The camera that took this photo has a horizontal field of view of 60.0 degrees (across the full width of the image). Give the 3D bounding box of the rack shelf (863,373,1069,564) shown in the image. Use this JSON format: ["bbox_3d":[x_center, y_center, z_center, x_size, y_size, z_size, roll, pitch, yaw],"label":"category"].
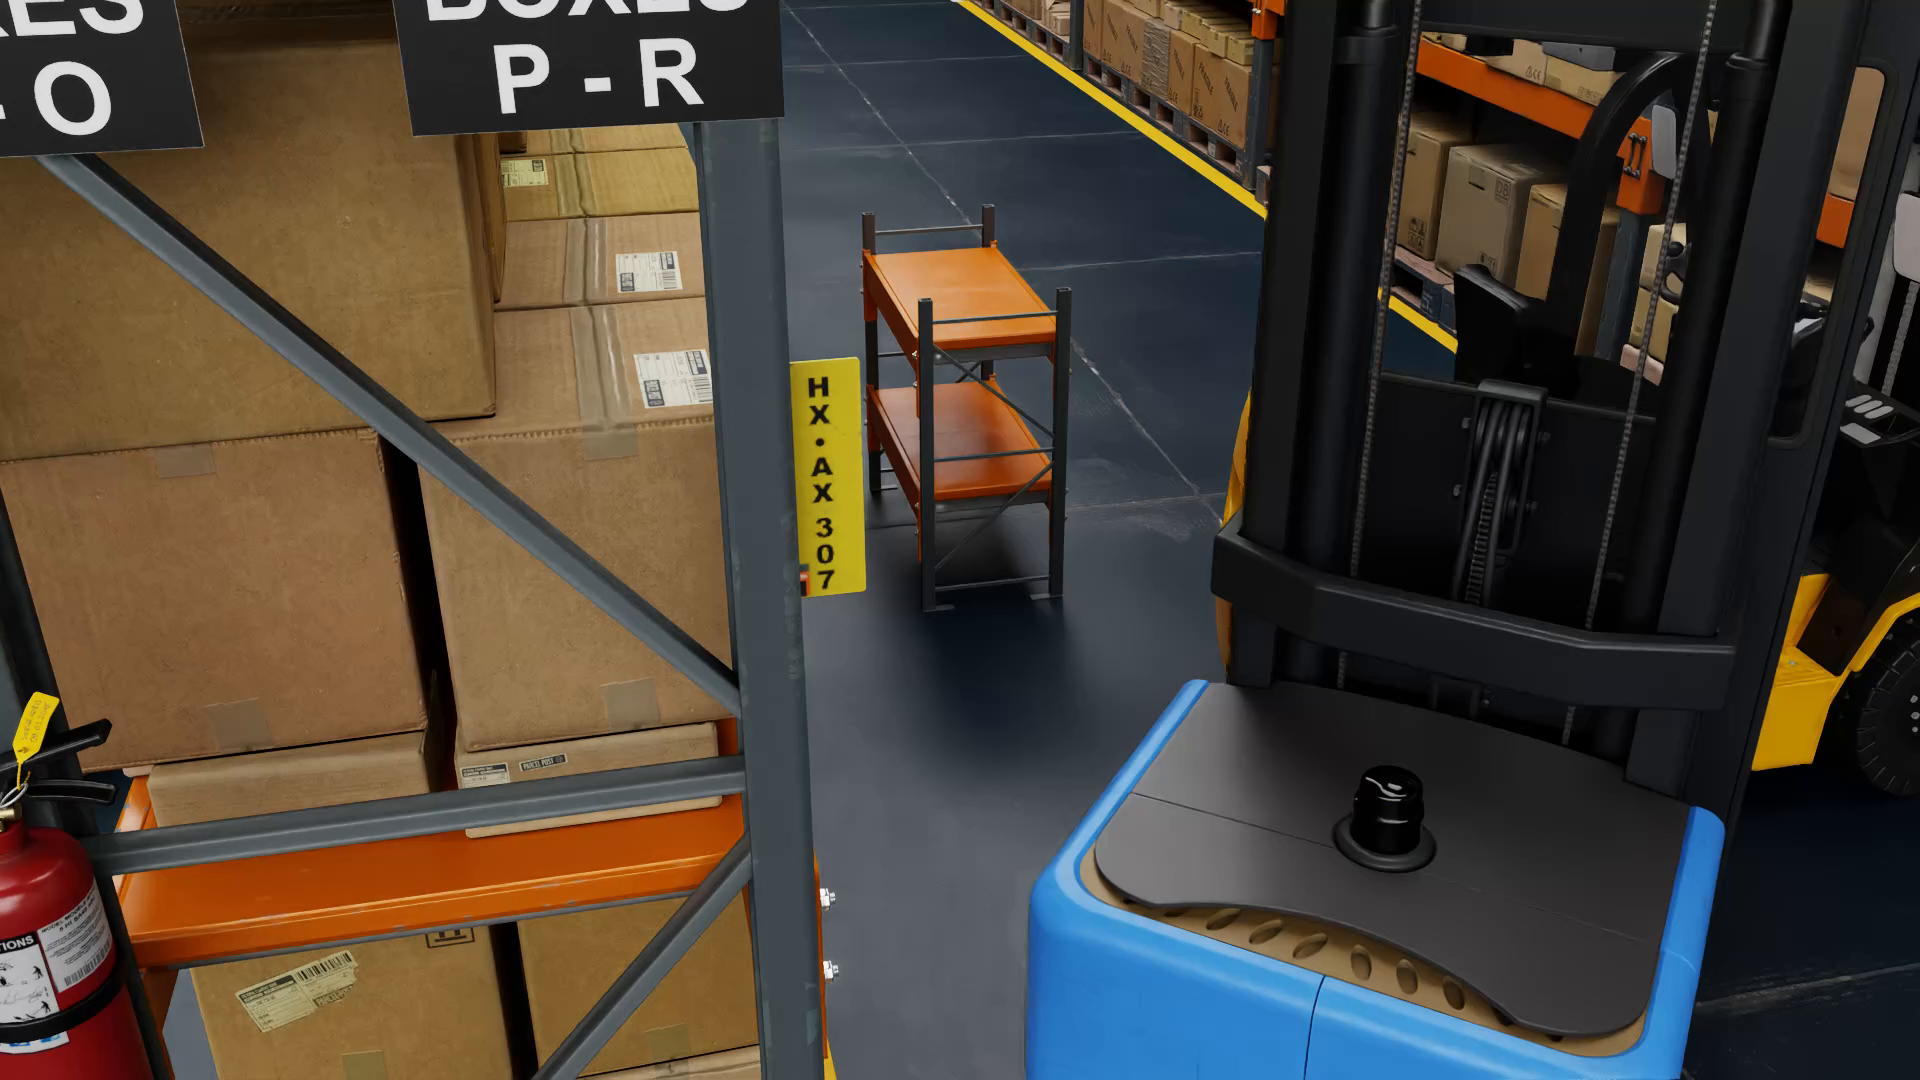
[{"bbox_3d":[-0.002,-0.287,6.113,0.538,0.278,1.000,-6,27,-12],"label":"rack shelf"}]

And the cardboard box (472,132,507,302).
[{"bbox_3d":[-1.136,-0.681,2.720,0.700,0.500,0.500,-6,27,-11],"label":"cardboard box"}]

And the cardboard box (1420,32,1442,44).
[{"bbox_3d":[2.539,-2.689,8.415,0.500,0.250,0.500,-5,27,-10],"label":"cardboard box"}]

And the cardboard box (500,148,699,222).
[{"bbox_3d":[-0.774,-0.497,3.464,0.500,0.500,0.500,-6,27,-13],"label":"cardboard box"}]

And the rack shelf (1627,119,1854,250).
[{"bbox_3d":[3.683,-0.695,5.097,1.077,0.370,4.000,-6,27,-12],"label":"rack shelf"}]

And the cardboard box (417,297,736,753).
[{"bbox_3d":[-0.538,-0.046,2.571,0.500,0.500,0.500,-6,27,-12],"label":"cardboard box"}]

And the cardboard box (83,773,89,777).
[{"bbox_3d":[-2.687,0.335,5.029,0.500,0.500,0.500,13,30,24],"label":"cardboard box"}]

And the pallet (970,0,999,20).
[{"bbox_3d":[0.726,-5.534,16.980,1.003,0.211,1.213,-6,27,-12],"label":"pallet"}]

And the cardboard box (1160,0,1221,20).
[{"bbox_3d":[1.696,-3.901,12.237,0.380,0.149,0.250,-6,27,-11],"label":"cardboard box"}]

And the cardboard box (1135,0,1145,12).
[{"bbox_3d":[1.553,-4.125,12.682,0.380,0.149,0.250,-6,27,-12],"label":"cardboard box"}]

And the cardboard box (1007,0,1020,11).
[{"bbox_3d":[0.750,-5.334,15.798,0.500,0.500,0.500,-5,27,-11],"label":"cardboard box"}]

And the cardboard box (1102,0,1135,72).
[{"bbox_3d":[1.449,-4.010,13.174,0.500,0.500,0.500,-6,27,-12],"label":"cardboard box"}]

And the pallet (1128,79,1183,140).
[{"bbox_3d":[1.928,-3.272,12.498,1.003,0.211,1.213,-6,27,-12],"label":"pallet"}]

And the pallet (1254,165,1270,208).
[{"bbox_3d":[2.478,-2.040,10.058,1.003,0.211,1.213,-6,27,-12],"label":"pallet"}]

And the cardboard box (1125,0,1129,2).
[{"bbox_3d":[1.458,-4.358,13.143,0.380,0.149,0.250,-7,28,-14],"label":"cardboard box"}]

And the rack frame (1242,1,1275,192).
[{"bbox_3d":[2.331,-3.650,10.153,1.000,3.000,0.127,-6,27,-12],"label":"rack frame"}]

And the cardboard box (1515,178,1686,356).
[{"bbox_3d":[3.104,-1.250,7.566,0.875,0.625,0.625,-5,27,-9],"label":"cardboard box"}]

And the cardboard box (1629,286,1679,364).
[{"bbox_3d":[3.041,-0.834,6.604,0.500,0.250,0.500,-6,27,-12],"label":"cardboard box"}]

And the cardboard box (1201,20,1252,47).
[{"bbox_3d":[1.865,-3.439,11.323,0.380,0.149,0.250,-7,28,-13],"label":"cardboard box"}]

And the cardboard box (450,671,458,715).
[{"bbox_3d":[-0.647,0.200,2.804,0.380,0.149,0.250,-6,27,-11],"label":"cardboard box"}]

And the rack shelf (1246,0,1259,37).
[{"bbox_3d":[1.880,-4.207,12.055,1.077,0.370,4.000,-6,27,-12],"label":"rack shelf"}]

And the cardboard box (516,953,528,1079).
[{"bbox_3d":[-1.151,1.069,3.388,0.500,0.250,0.500,-6,27,-12],"label":"cardboard box"}]

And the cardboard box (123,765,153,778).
[{"bbox_3d":[-1.159,0.237,2.730,0.380,0.149,0.250,-6,27,-12],"label":"cardboard box"}]

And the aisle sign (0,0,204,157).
[{"bbox_3d":[-0.970,-0.737,1.495,0.394,0.787,0.004,-6,27,-12],"label":"aisle sign"}]

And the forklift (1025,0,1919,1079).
[{"bbox_3d":[1.228,-0.261,3.515,1.130,2.935,3.031,13,30,24],"label":"forklift"}]

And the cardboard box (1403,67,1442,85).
[{"bbox_3d":[2.458,-2.502,10.048,0.875,0.625,0.625,-5,27,-10],"label":"cardboard box"}]

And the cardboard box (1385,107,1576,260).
[{"bbox_3d":[2.765,-1.921,8.896,0.875,0.625,0.625,-7,28,-14],"label":"cardboard box"}]

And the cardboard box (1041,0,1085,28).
[{"bbox_3d":[0.937,-4.745,14.890,0.396,0.266,0.258,-5,27,-10],"label":"cardboard box"}]

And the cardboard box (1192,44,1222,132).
[{"bbox_3d":[1.924,-3.106,11.384,0.500,0.500,0.500,-6,27,-12],"label":"cardboard box"}]

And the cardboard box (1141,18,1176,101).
[{"bbox_3d":[1.668,-3.562,12.286,0.500,0.500,0.500,-7,28,-13],"label":"cardboard box"}]

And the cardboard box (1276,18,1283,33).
[{"bbox_3d":[2.349,-3.492,11.429,0.380,0.149,0.250,-6,27,-11],"label":"cardboard box"}]

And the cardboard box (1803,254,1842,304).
[{"bbox_3d":[3.141,-0.831,6.043,0.500,0.250,0.500,-6,27,-12],"label":"cardboard box"}]

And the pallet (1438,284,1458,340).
[{"bbox_3d":[3.028,-0.969,7.935,1.003,0.211,1.213,-6,27,-12],"label":"pallet"}]

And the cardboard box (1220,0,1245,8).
[{"bbox_3d":[2.154,-3.957,12.349,0.380,0.149,0.250,-7,28,-14],"label":"cardboard box"}]

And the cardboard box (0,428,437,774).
[{"bbox_3d":[-1.092,-0.020,2.520,0.500,0.500,0.500,-6,27,-13],"label":"cardboard box"}]

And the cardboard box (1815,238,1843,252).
[{"bbox_3d":[3.532,-1.104,6.585,0.500,0.250,0.500,-5,27,-11],"label":"cardboard box"}]

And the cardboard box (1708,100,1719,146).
[{"bbox_3d":[3.078,-1.718,6.213,0.500,0.500,0.500,-7,28,-13],"label":"cardboard box"}]

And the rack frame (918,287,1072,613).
[{"bbox_3d":[0.113,-0.282,5.560,0.500,1.125,0.032,-6,27,-12],"label":"rack frame"}]

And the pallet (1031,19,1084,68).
[{"bbox_3d":[1.276,-4.463,14.858,1.003,0.211,1.213,-6,27,-12],"label":"pallet"}]

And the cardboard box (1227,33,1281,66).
[{"bbox_3d":[1.973,-3.203,10.854,0.380,0.149,0.250,-7,28,-14],"label":"cardboard box"}]

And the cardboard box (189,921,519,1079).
[{"bbox_3d":[-1.136,0.747,3.194,0.500,0.500,0.500,-6,27,-11],"label":"cardboard box"}]

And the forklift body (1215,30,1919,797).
[{"bbox_3d":[1.929,-0.407,4.669,2.313,2.155,1.214,-6,27,-12],"label":"forklift body"}]

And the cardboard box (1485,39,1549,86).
[{"bbox_3d":[2.745,-2.242,7.530,0.500,0.250,0.500,-6,27,-12],"label":"cardboard box"}]

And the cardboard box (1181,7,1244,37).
[{"bbox_3d":[1.793,-3.669,11.779,0.380,0.149,0.250,-6,27,-12],"label":"cardboard box"}]

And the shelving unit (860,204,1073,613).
[{"bbox_3d":[-0.002,-0.505,6.002,0.538,1.125,1.048,-6,27,-12],"label":"shelving unit"}]

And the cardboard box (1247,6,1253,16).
[{"bbox_3d":[2.272,-3.731,11.901,0.380,0.149,0.250,-7,28,-13],"label":"cardboard box"}]
